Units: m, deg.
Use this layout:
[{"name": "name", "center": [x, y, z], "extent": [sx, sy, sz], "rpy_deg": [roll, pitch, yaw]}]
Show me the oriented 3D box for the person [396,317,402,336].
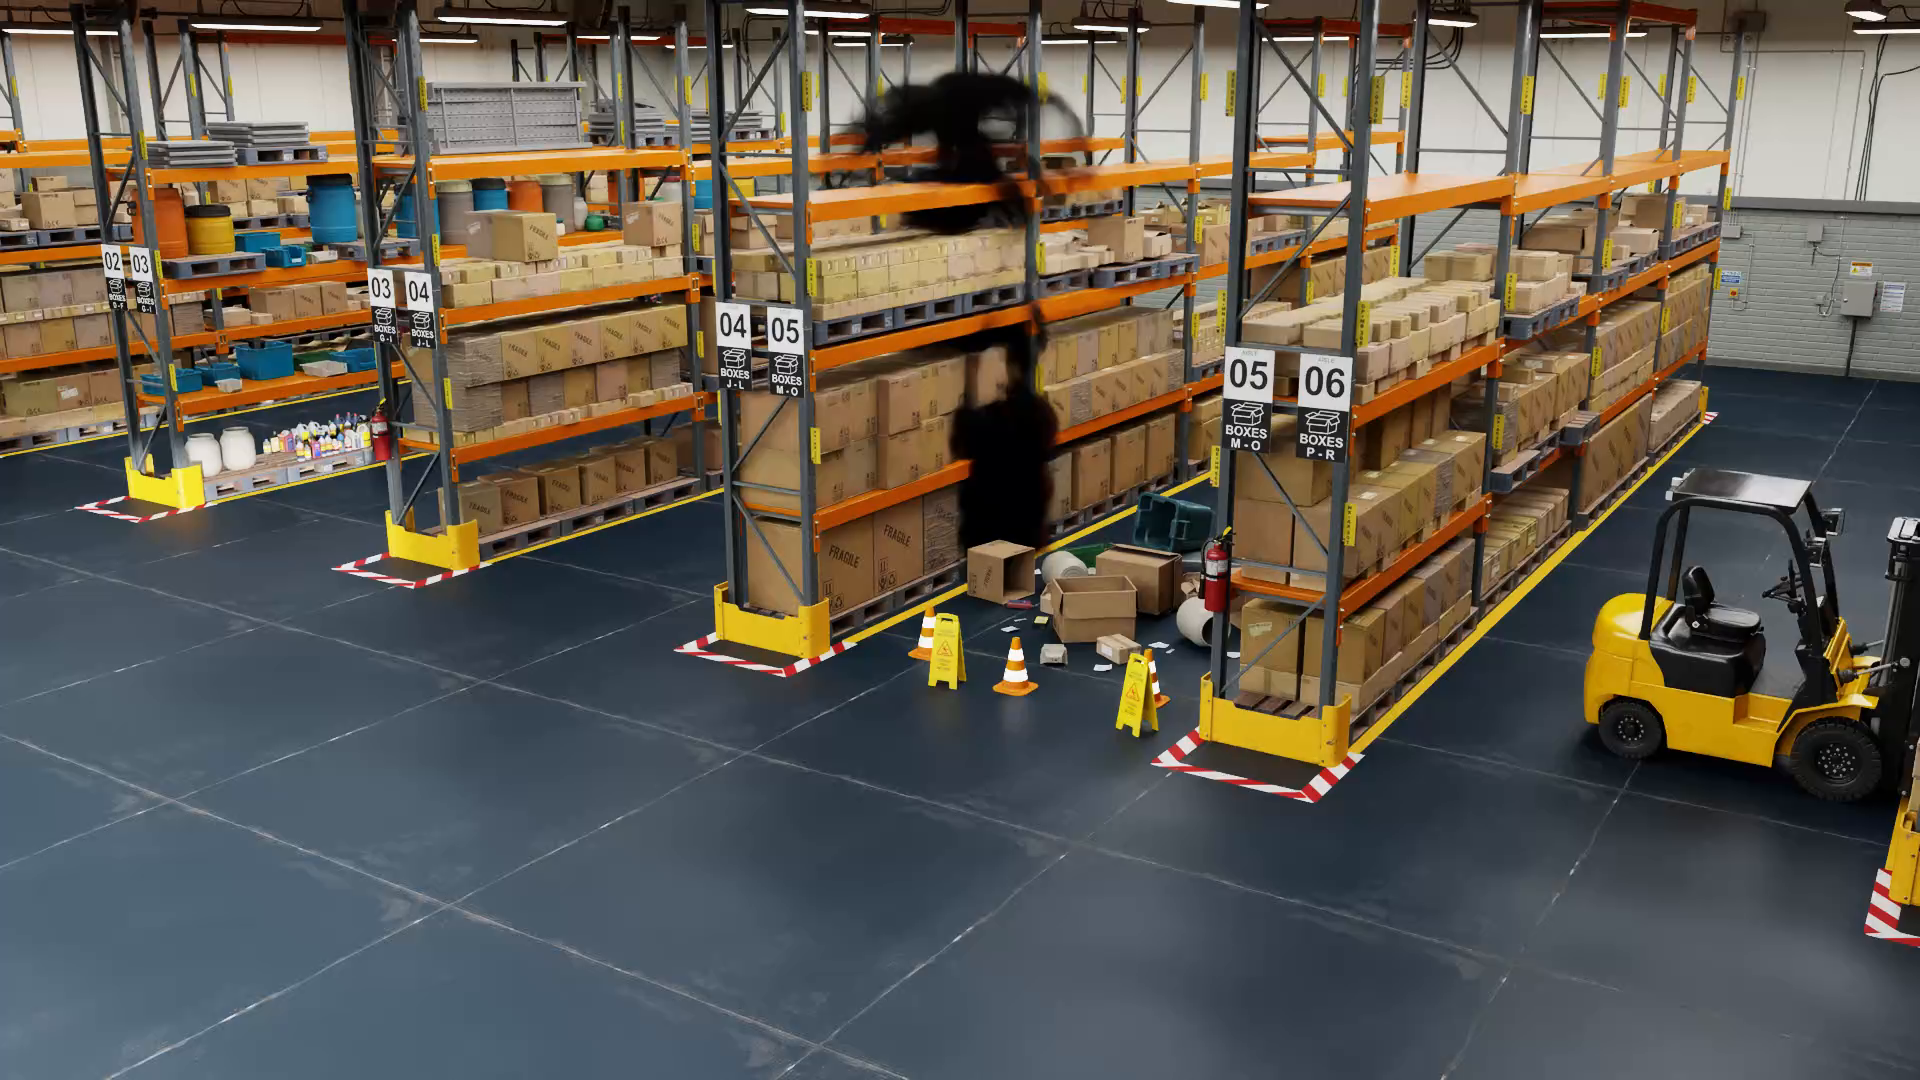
[{"name": "person", "center": [-10.624, -4.201, 31.321], "extent": [0.514, 1.574, 0.645], "rpy_deg": [8, 17, 25]}]
